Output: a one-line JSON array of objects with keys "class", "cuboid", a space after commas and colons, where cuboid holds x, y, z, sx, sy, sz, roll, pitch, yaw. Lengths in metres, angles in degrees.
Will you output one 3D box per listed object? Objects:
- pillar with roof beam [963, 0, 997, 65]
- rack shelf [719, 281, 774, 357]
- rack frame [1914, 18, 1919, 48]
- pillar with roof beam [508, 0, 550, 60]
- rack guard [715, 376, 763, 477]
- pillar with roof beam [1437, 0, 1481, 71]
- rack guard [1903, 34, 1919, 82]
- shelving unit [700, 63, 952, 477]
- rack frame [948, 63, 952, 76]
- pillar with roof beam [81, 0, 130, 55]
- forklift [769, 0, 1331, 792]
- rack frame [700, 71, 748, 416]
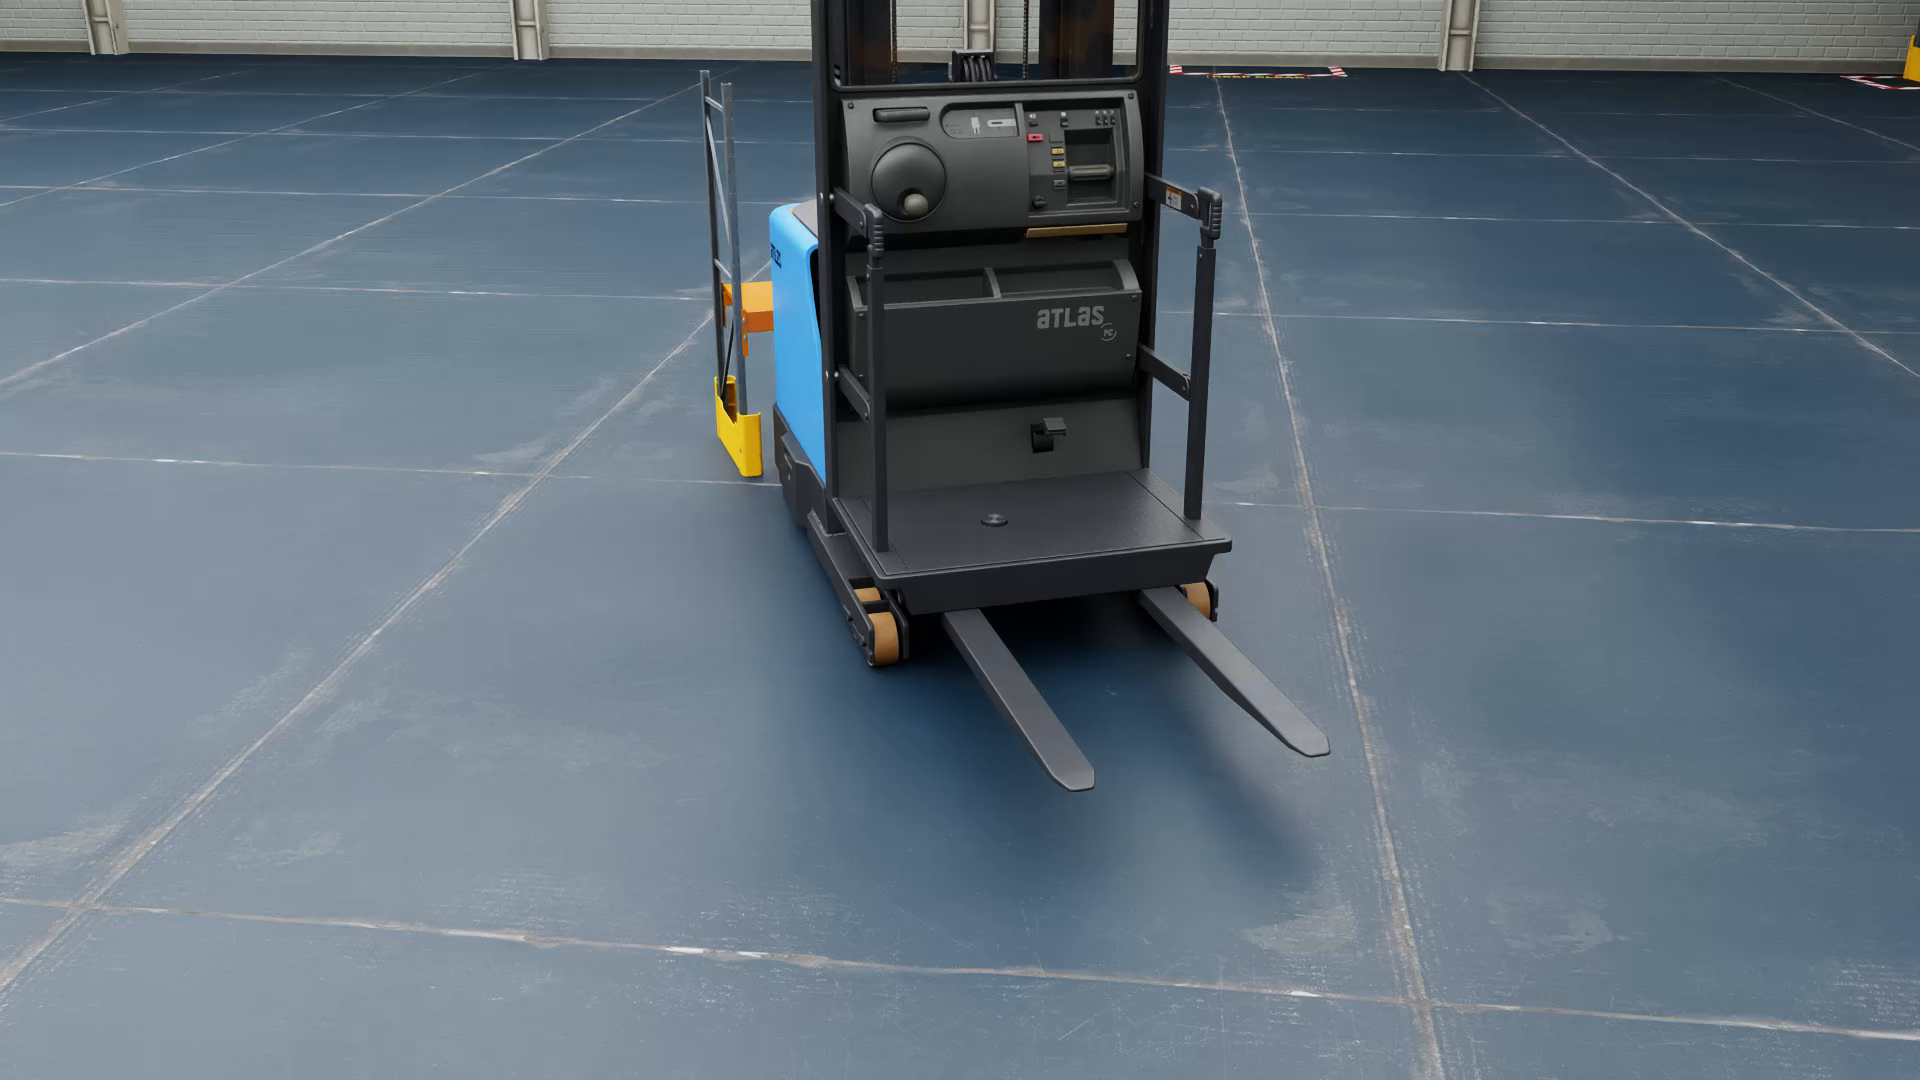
[{"class": "pillar with roof beam", "cuboid": [-0.253, -8.777, 15.902, 0.400, 9.000, 9.100, 2, 22, 6]}, {"class": "rack shelf", "cuboid": [-0.441, -0.941, 6.768, 1.000, 0.185, 0.538, -7, 22, -17]}, {"class": "rack frame", "cuboid": [11.373, -6.755, 18.945, 0.127, 3.000, 1.000, 2, 22, 6]}, {"class": "pillar with roof beam", "cuboid": [-6.211, -9.037, 16.559, 0.400, 9.000, 9.100, 2, 22, 6]}, {"class": "rack guard", "cuboid": [-0.906, -0.471, 6.791, 0.087, 0.250, 0.587, -7, 22, -17]}, {"class": "pillar with roof beam", "cuboid": [5.705, -8.518, 15.245, 0.400, 9.000, 9.100, 2, 22, 6]}, {"class": "rack guard", "cuboid": [11.449, -5.589, 19.396, 0.348, 0.500, 1.175, 2, 22, 6]}, {"class": "shelving unit", "cuboid": [-0.432, -1.109, 6.704, 1.083, 1.500, 0.587, -7, 22, -17]}, {"class": "rack frame", "cuboid": [0.043, -1.166, 6.847, 0.032, 1.500, 0.500, -7, 22, -17]}, {"class": "pillar with roof beam", "cuboid": [-12.170, -9.297, 17.215, 0.400, 9.000, 9.100, 2, 22, 6]}, {"class": "forklift", "cuboid": [0.168, -1.143, 4.844, 1.130, 2.935, 3.031, -6, 22, -15]}, {"class": "rack frame", "cuboid": [-0.925, -1.051, 6.556, 0.032, 1.500, 0.500, -7, 22, -17]}]
